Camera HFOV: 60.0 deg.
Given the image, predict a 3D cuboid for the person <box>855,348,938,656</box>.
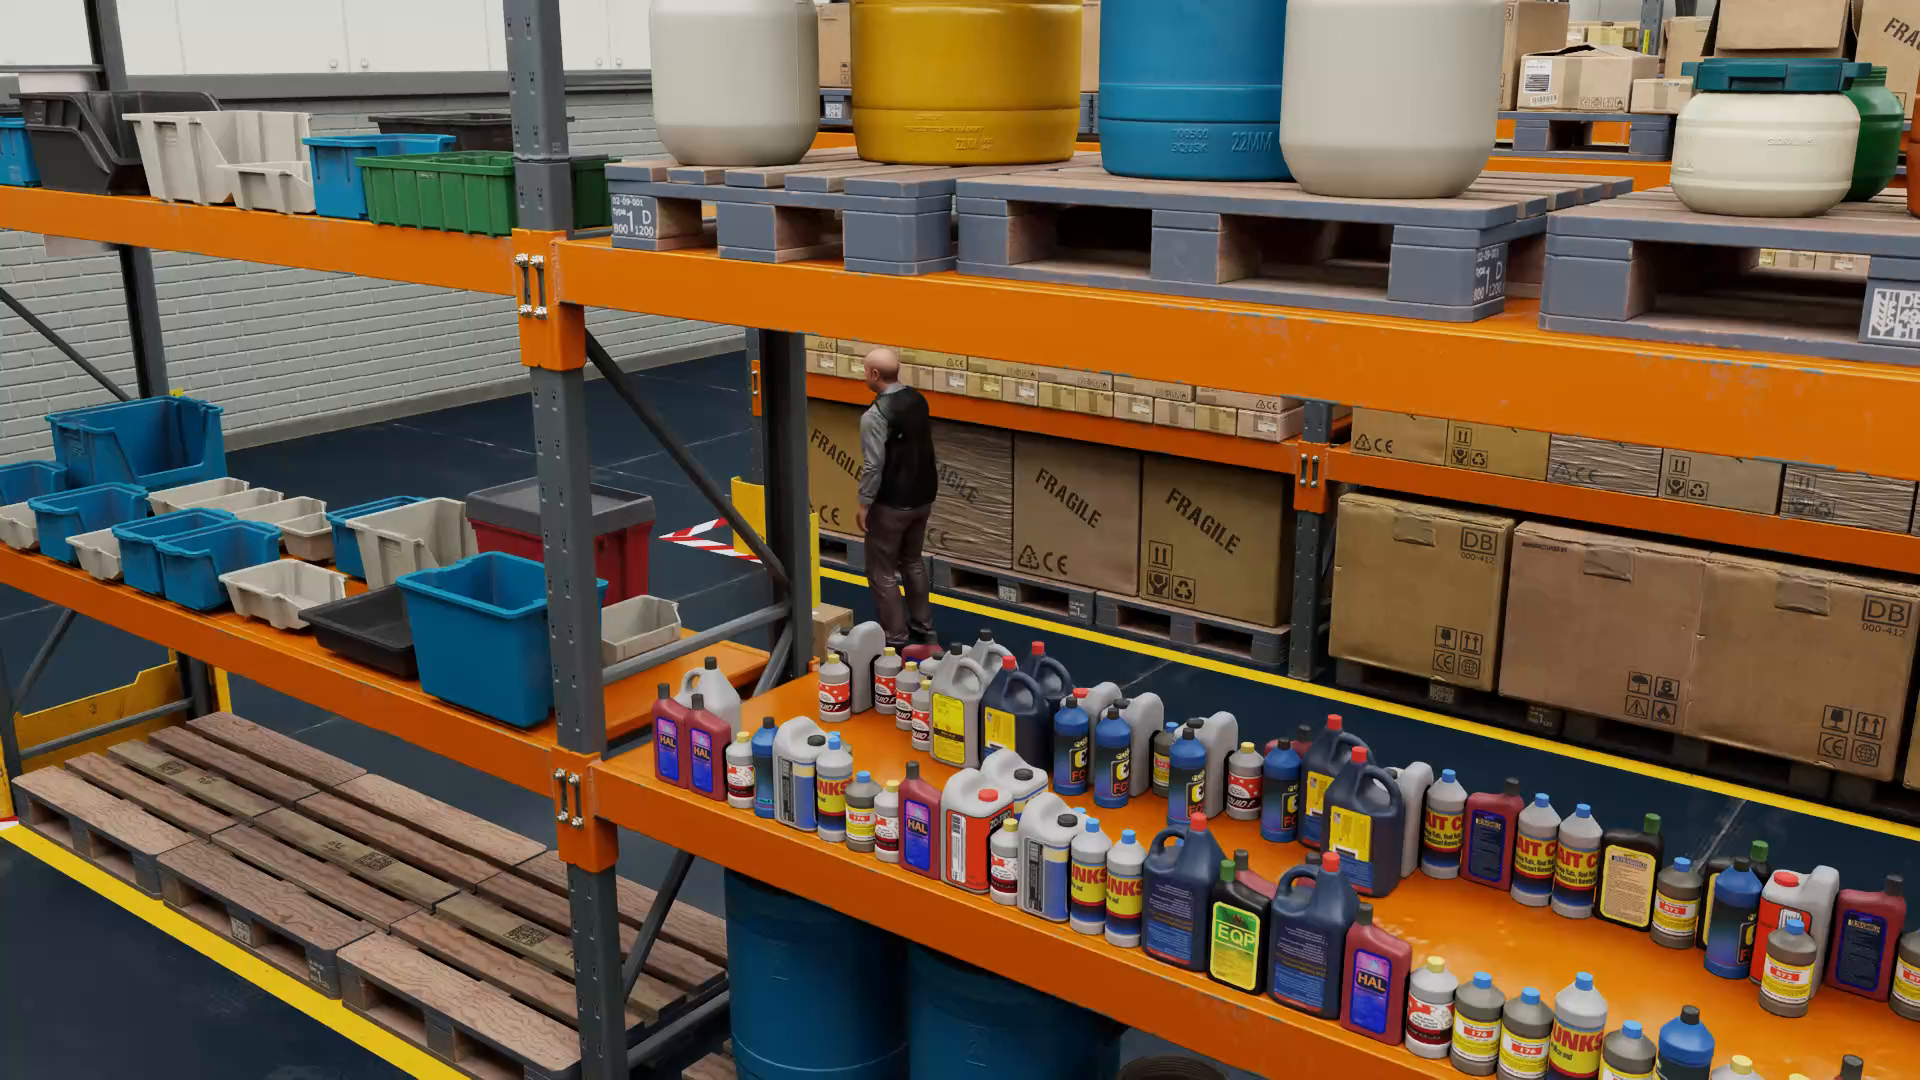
[{"bbox_3d":[-0.348,-0.213,9.302,0.410,1.721,0.589,11,20,33],"label":"person"}]
